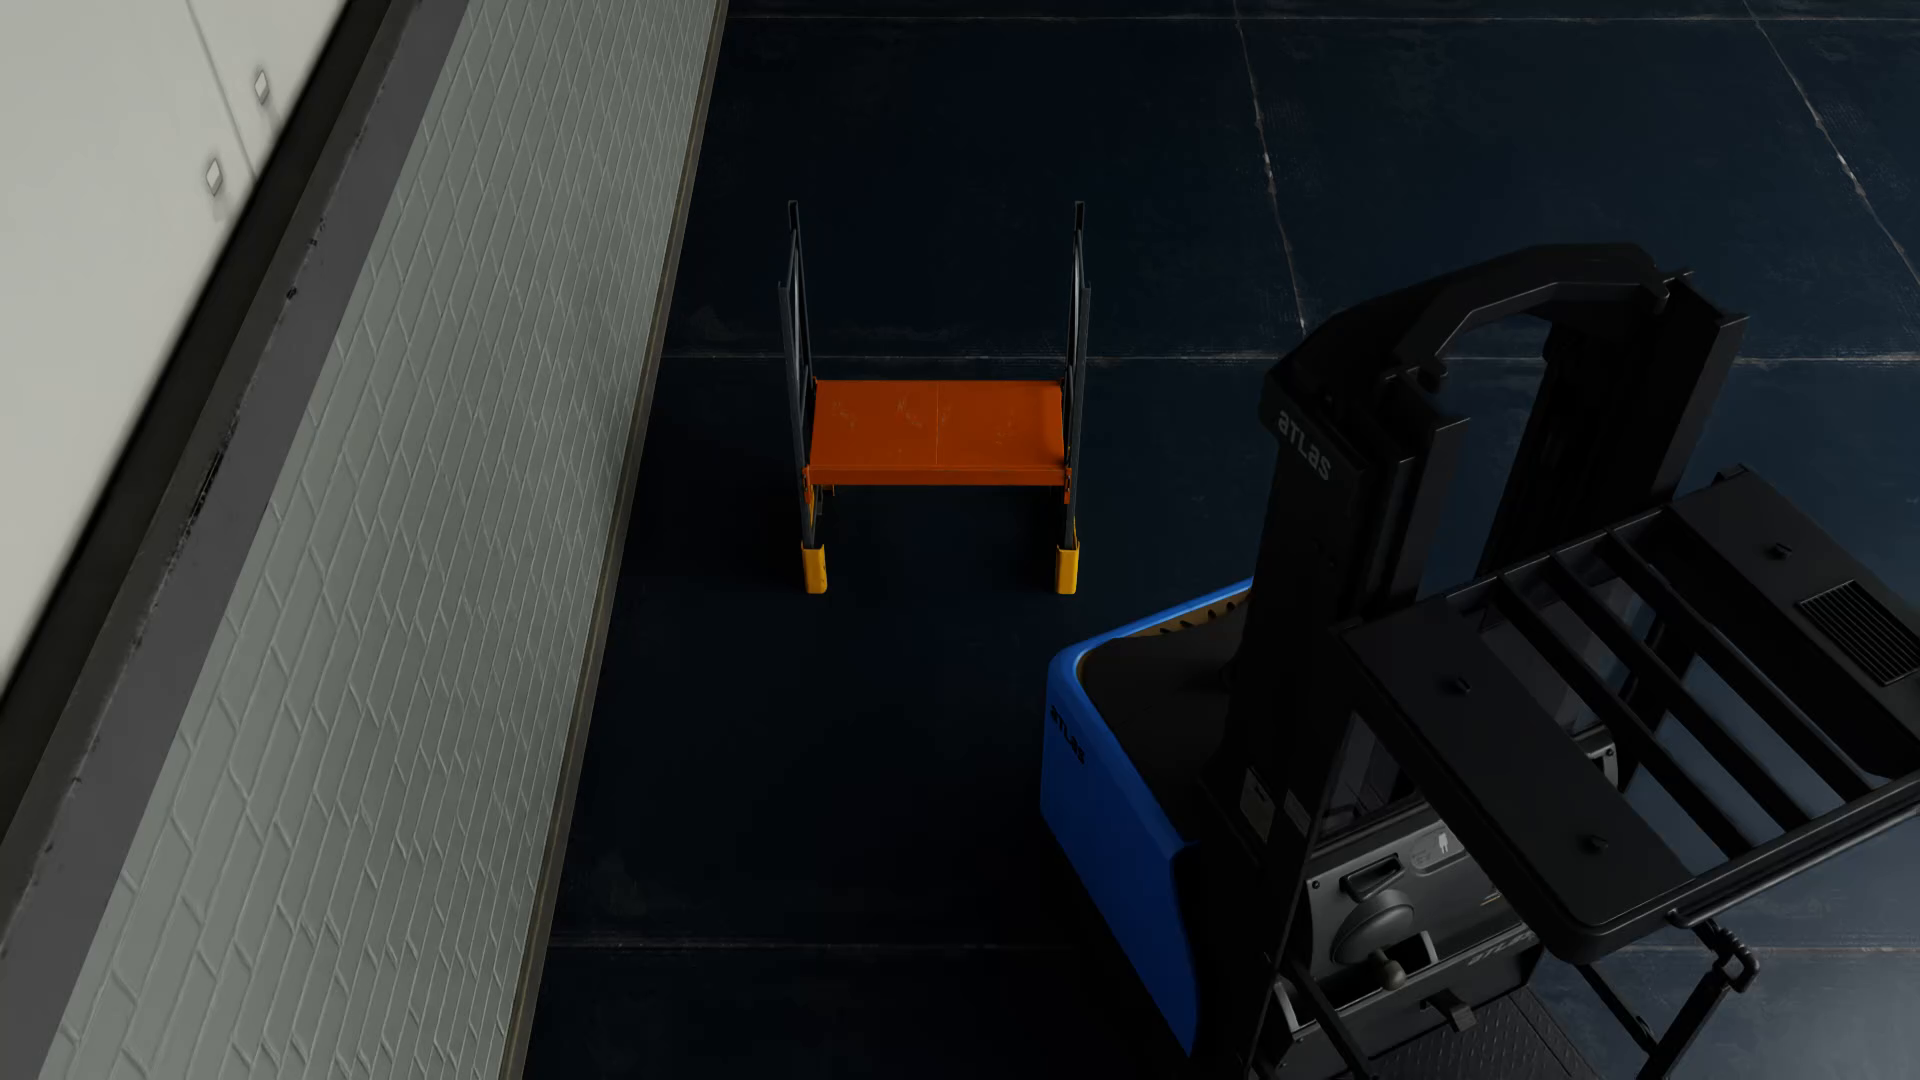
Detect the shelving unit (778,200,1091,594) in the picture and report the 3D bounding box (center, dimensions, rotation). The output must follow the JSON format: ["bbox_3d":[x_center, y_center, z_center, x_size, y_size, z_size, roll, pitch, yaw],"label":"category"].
[{"bbox_3d":[-0.076,-0.511,6.282,1.083,1.500,0.587,0,47,0],"label":"shelving unit"}]

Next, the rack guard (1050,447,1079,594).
[{"bbox_3d":[0.422,-0.084,6.738,0.087,0.250,0.587,0,47,0],"label":"rack guard"}]

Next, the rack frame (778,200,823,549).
[{"bbox_3d":[-0.594,-0.513,6.283,0.032,1.500,0.500,0,47,0],"label":"rack frame"}]

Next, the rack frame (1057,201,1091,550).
[{"bbox_3d":[0.423,-0.510,6.281,0.032,1.500,0.500,0,47,0],"label":"rack frame"}]

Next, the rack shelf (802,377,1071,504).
[{"bbox_3d":[-0.085,-0.389,6.414,1.000,0.185,0.538,0,47,0],"label":"rack shelf"}]

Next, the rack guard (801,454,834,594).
[{"bbox_3d":[-0.574,-0.087,6.741,0.087,0.250,0.587,0,47,0],"label":"rack guard"}]

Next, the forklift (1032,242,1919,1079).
[{"bbox_3d":[1.341,0.902,3.989,1.130,2.935,3.031,-19,50,-17],"label":"forklift"}]
